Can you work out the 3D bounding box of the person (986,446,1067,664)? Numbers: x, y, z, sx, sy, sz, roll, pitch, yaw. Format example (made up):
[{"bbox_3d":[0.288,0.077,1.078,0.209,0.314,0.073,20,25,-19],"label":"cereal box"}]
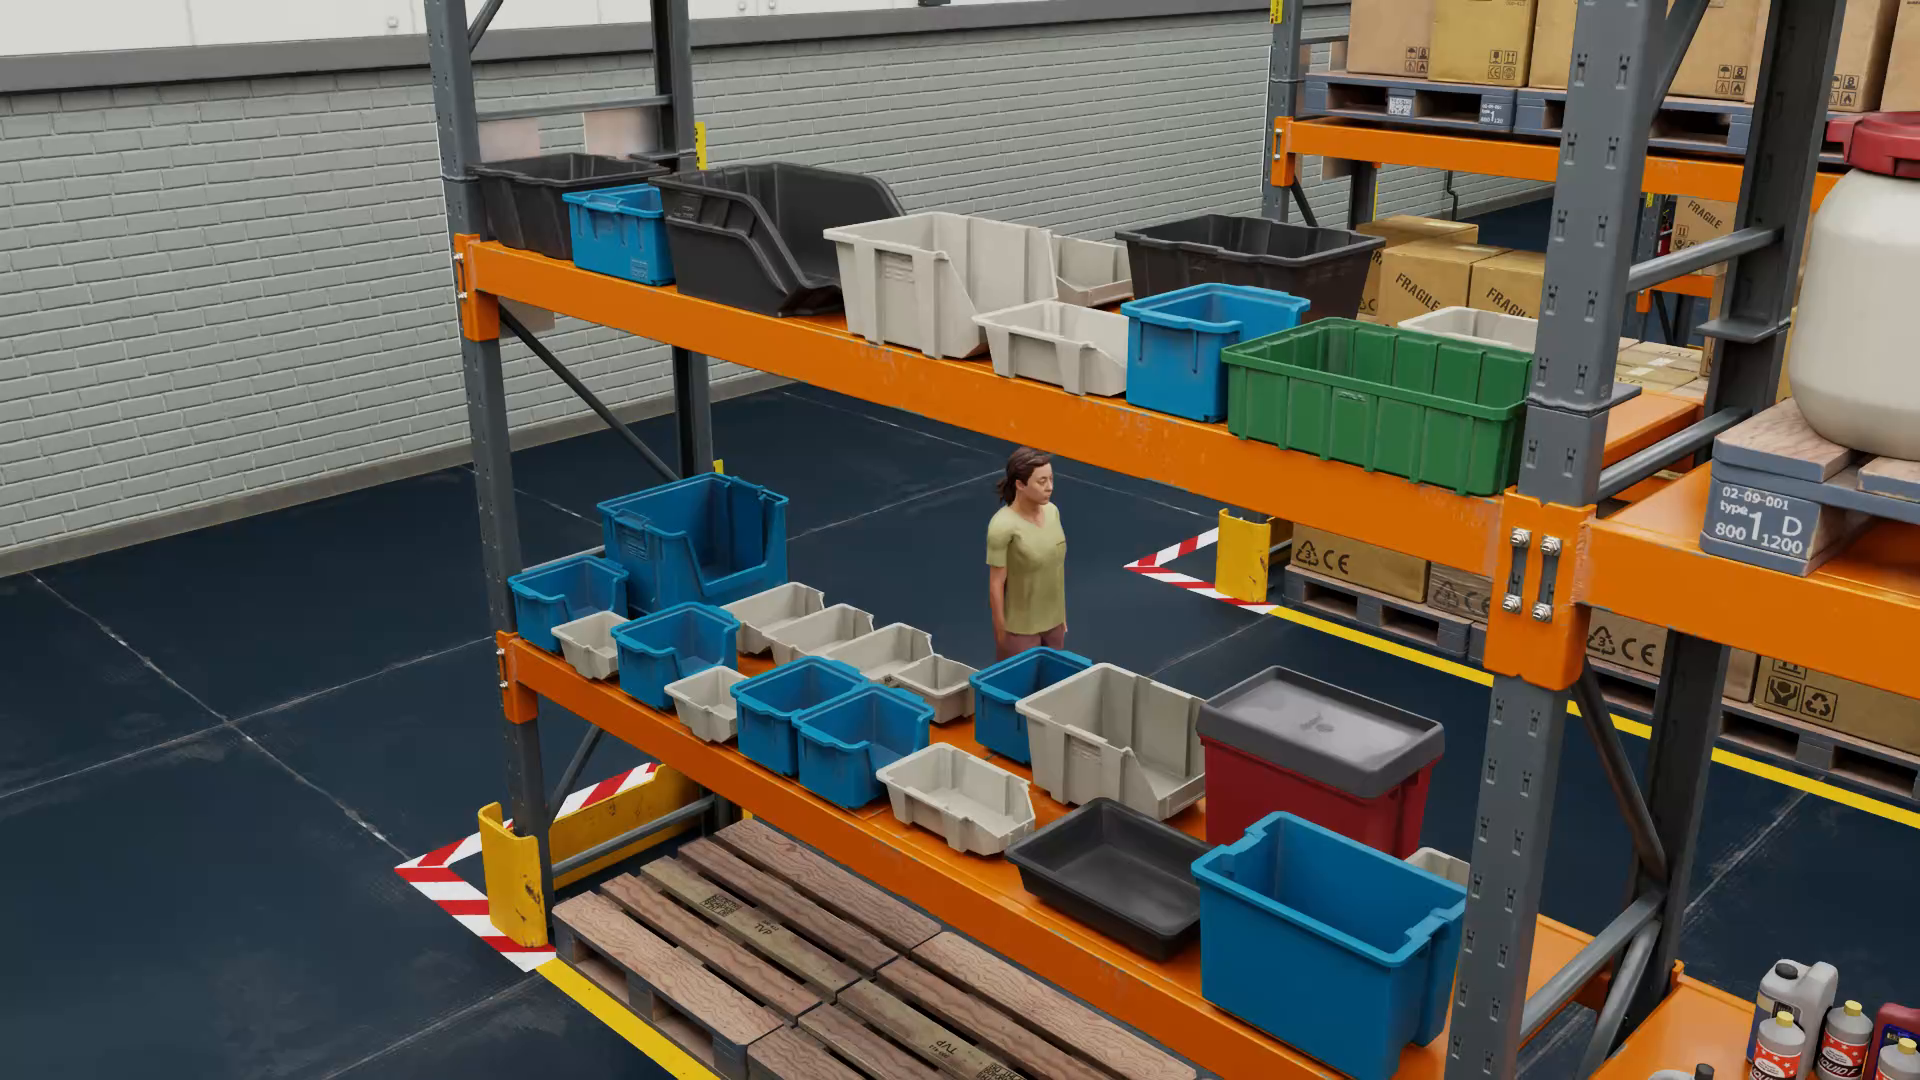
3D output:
[{"bbox_3d":[0.314,0.382,7.579,0.440,1.669,0.369,-19,28,-41],"label":"person"}]
